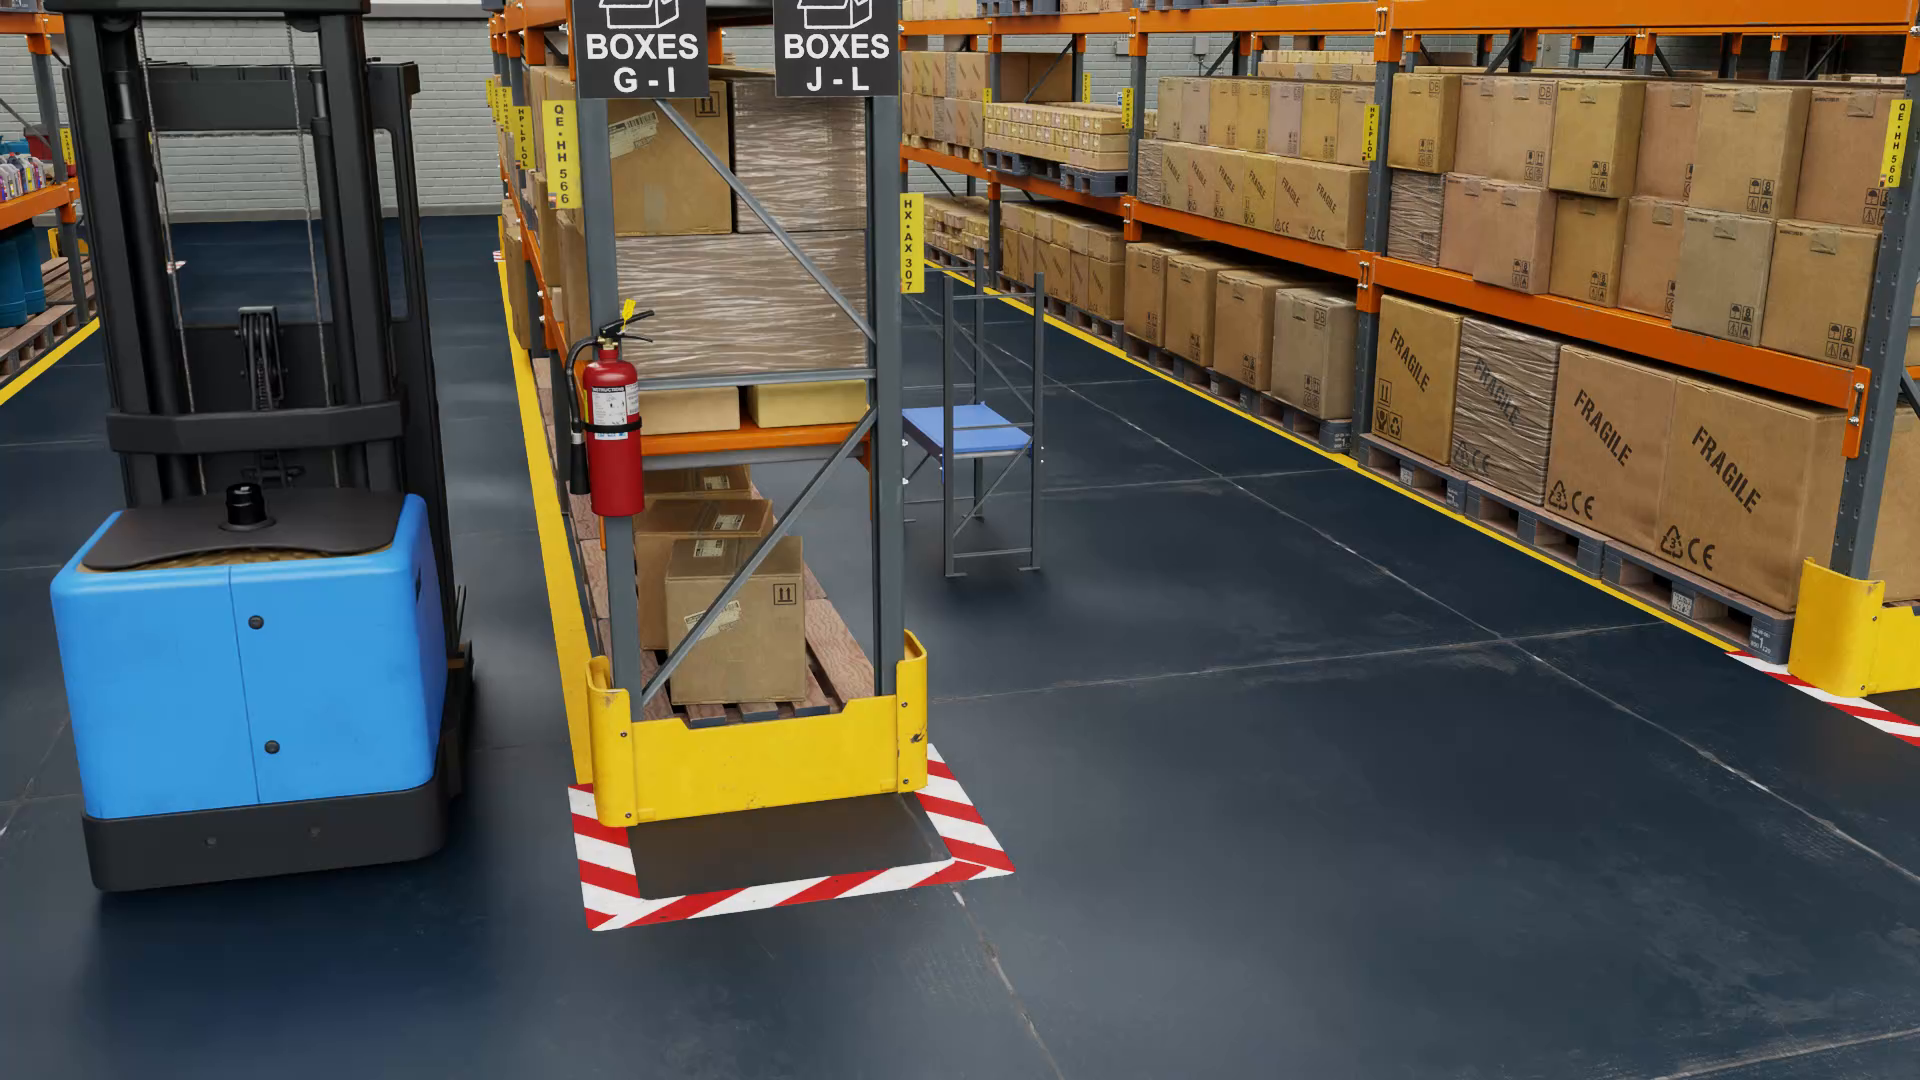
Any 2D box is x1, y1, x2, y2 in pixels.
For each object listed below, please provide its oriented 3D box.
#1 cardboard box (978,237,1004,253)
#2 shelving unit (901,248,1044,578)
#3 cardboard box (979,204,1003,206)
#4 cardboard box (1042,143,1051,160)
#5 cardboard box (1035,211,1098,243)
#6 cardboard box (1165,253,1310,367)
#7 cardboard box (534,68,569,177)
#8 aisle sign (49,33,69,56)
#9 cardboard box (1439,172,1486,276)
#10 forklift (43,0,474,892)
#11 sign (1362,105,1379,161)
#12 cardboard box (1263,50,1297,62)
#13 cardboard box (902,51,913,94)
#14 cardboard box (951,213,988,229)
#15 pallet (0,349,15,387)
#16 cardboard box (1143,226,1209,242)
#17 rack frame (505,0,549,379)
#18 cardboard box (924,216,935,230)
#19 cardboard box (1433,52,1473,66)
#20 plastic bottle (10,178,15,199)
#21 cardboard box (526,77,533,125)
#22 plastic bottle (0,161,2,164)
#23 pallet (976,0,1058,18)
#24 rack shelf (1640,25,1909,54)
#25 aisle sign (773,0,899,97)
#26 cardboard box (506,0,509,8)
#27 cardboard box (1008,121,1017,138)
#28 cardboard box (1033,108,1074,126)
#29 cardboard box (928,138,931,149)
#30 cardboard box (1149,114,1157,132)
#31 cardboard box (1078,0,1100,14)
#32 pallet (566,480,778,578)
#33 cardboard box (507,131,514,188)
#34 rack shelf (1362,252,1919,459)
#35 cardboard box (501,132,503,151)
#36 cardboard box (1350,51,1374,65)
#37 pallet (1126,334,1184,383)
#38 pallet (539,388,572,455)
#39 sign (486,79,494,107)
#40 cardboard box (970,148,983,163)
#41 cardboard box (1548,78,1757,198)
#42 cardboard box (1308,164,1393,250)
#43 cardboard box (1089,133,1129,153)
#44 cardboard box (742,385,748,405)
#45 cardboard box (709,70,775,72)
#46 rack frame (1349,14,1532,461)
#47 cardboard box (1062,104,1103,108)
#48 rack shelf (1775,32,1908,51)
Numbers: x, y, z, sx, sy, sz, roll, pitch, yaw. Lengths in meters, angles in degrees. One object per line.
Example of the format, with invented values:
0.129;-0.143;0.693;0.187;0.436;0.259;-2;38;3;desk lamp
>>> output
0.416;-3.247;18.254;0.380;0.149;0.250;-4;17;-14;cardboard box
0.023;-0.695;8.658;0.538;1.500;1.048;-5;17;-15;shelving unit
0.443;-4.025;20.329;0.380;0.149;0.250;-4;17;-13;cardboard box
0.983;-3.636;15.549;0.380;0.149;0.250;-4;17;-14;cardboard box
1.042;-3.056;16.222;0.500;0.250;0.500;-4;17;-13;cardboard box
2.232;-1.806;12.932;1.050;0.750;0.750;-4;17;-14;cardboard box
-1.772;-2.016;8.020;0.500;0.500;0.500;-5;17;-15;cardboard box
-10.155;-5.798;18.523;0.394;0.787;0.004;-5;17;-15;aisle sign
3.293;-1.814;9.516;0.875;0.550;0.550;-5;17;-15;cardboard box
-2.524;-0.706;6.208;1.130;2.935;3.031;-4;17;-13;forklift
2.488;-2.464;10.067;0.100;0.325;0.005;-5;17;-15;sign
4.272;-6.449;22.169;0.380;0.149;0.250;-4;17;-14;cardboard box
-0.423;-5.837;20.740;0.500;0.500;0.500;-5;17;-16;cardboard box
0.117;-3.686;19.201;0.380;0.149;0.250;-6;18;-18;cardboard box
-7.908;-1.223;12.658;1.003;0.211;1.213;-5;17;-15;pallet
1.951;-2.673;14.948;0.500;0.250;0.500;-6;18;-18;cardboard box
-2.889;-2.736;12.845;1.000;3.000;0.127;-5;17;-15;rack frame
-0.254;-3.905;20.448;0.380;0.149;0.250;-4;17;-14;cardboard box
5.703;-5.571;19.245;0.380;0.149;0.250;-5;17;-16;cardboard box
-7.997;-2.964;13.952;0.097;0.201;0.097;0;17;0;plastic bottle
-3.074;-3.468;13.364;0.797;0.503;0.637;-4;17;-13;cardboard box
-8.271;-3.136;14.264;0.144;0.351;0.185;-5;17;-15;plastic bottle
0.876;-5.374;16.740;1.213;0.211;1.003;-5;17;-15;pallet
7.189;-4.058;13.284;1.077;0.370;4.000;-5;17;-15;rack shelf
-0.385;-1.774;5.126;0.394;0.787;0.004;-5;17;-15;aisle sign
-3.005;-3.950;11.936;0.500;0.250;0.500;-4;17;-14;cardboard box
0.691;-4.069;16.475;0.380;0.149;0.250;-5;18;-18;cardboard box
0.908;-3.995;15.710;0.380;0.149;0.250;-4;17;-14;cardboard box
-0.182;-4.870;20.388;0.380;0.149;0.250;-4;17;-13;cardboard box
1.891;-3.683;14.671;0.380;0.149;0.250;-5;17;-17;cardboard box
1.357;-4.859;14.528;0.500;0.500;0.500;-5;17;-15;cardboard box
-1.571;-0.111;8.954;1.003;0.211;1.213;-5;17;-15;pallet
-3.826;-3.466;15.101;0.500;0.500;0.500;-5;17;-17;cardboard box
3.557;-1.096;8.636;1.077;0.370;4.000;-5;17;-15;rack shelf
-4.647;-4.298;17.791;0.500;0.250;0.500;-4;17;-14;cardboard box
4.932;-5.809;20.038;0.380;0.149;0.250;-5;17;-16;cardboard box
2.052;-1.540;13.713;1.003;0.211;1.213;-5;17;-15;pallet
-2.344;-0.847;11.405;1.003;0.211;1.213;-5;17;-15;pallet
-5.623;-5.359;19.936;0.100;0.325;0.005;-5;17;-15;sign
0.329;-4.209;18.187;0.380;0.149;0.250;-5;17;-17;cardboard box
3.508;-2.029;8.353;0.875;0.550;0.500;-5;17;-15;cardboard box
2.607;-2.165;10.770;0.500;0.500;0.500;-5;17;-16;cardboard box
1.334;-3.424;14.326;0.380;0.149;0.250;-4;17;-14;cardboard box
-0.590;-0.571;6.075;0.380;0.149;0.250;-5;17;-15;cardboard box
-0.992;-1.781;7.237;0.500;0.500;0.500;-5;17;-15;cardboard box
3.007;-1.993;10.374;1.000;3.000;0.127;-5;17;-15;rack frame
1.250;-4.331;16.827;0.380;0.149;0.250;-5;18;-17;cardboard box
10.861;-5.558;18.277;1.077;0.370;4.000;-5;17;-15;rack shelf
